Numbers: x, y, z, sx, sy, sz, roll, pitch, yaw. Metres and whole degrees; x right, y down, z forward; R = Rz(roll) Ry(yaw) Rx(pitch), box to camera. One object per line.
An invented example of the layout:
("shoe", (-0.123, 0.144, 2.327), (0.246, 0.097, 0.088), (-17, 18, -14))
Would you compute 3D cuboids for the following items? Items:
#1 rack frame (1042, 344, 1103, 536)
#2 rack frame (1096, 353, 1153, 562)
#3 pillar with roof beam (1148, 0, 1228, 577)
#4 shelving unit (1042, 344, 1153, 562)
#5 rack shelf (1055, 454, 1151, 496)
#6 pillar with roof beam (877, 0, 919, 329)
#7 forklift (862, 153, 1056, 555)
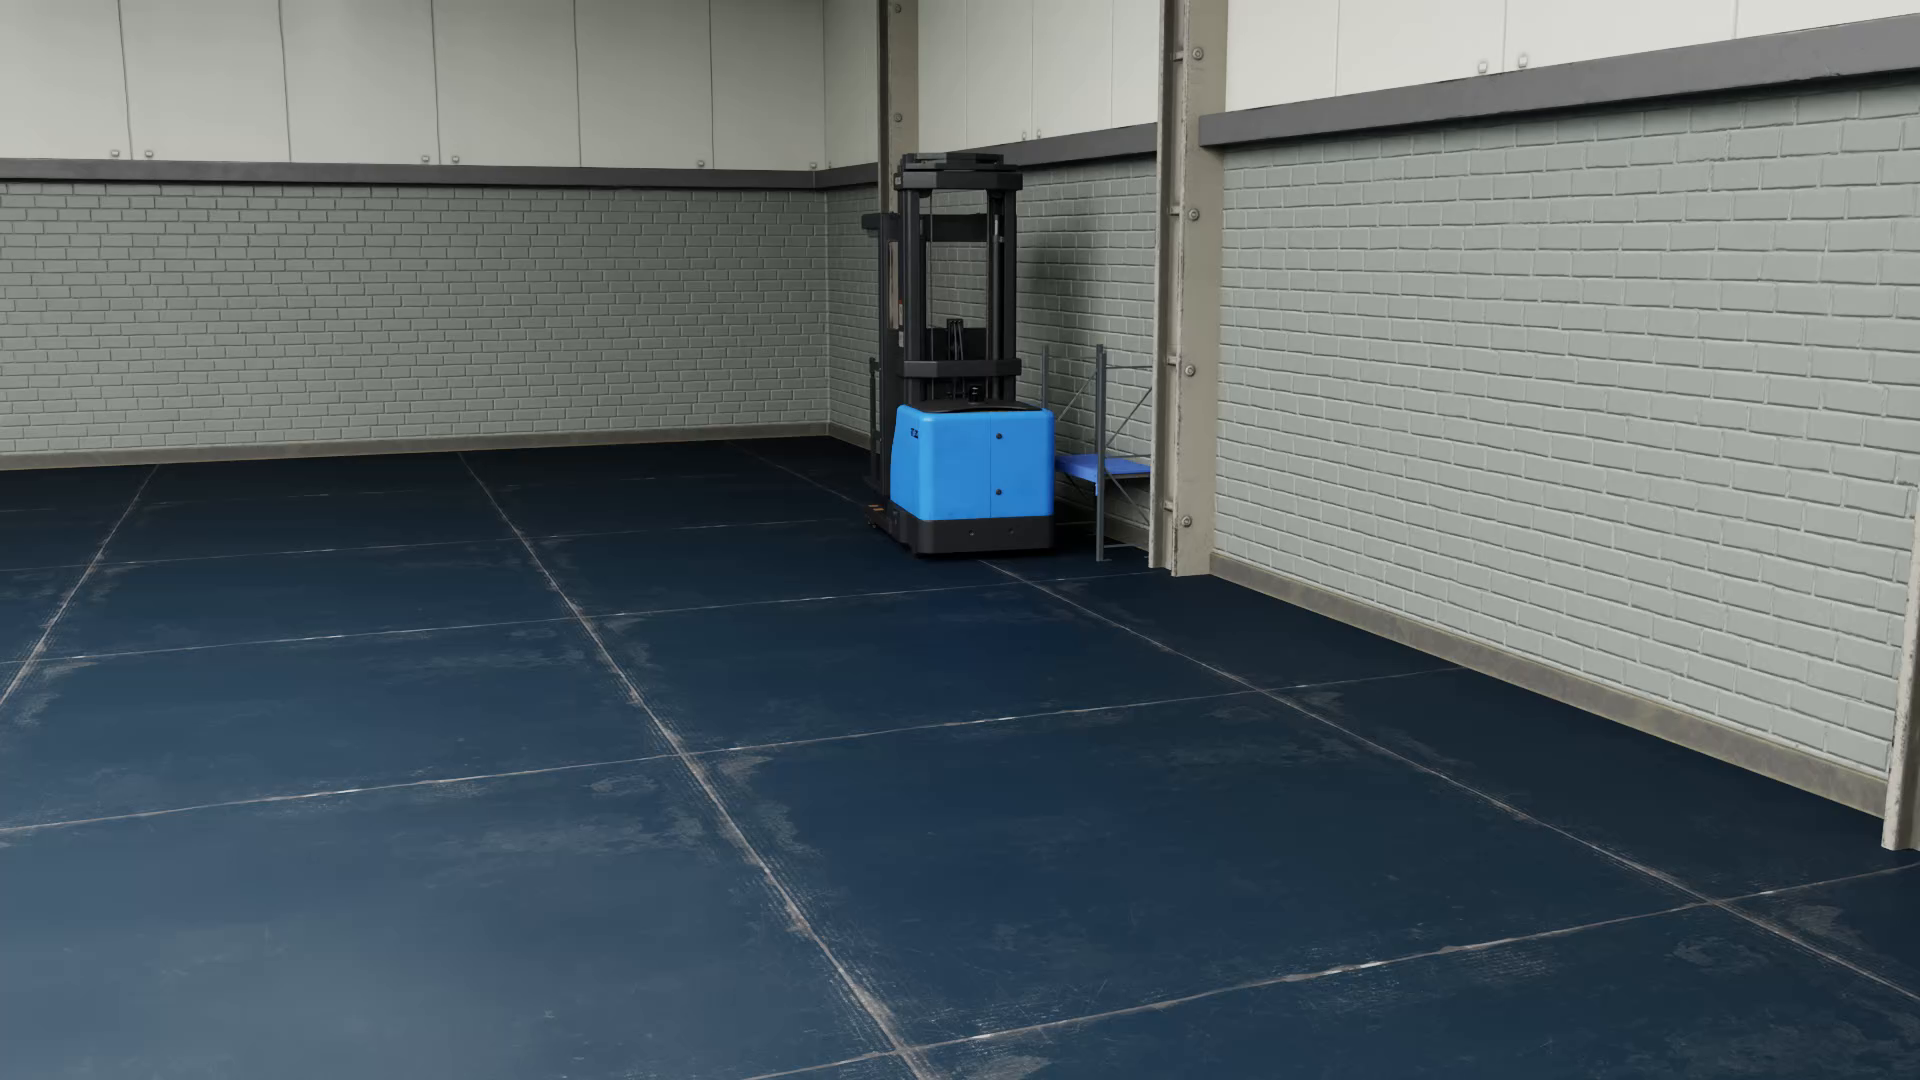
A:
("rack frame", (0.869, -0.767, 12.948), (0.500, 1.500, 0.032), (-4, 11, -20))
("rack frame", (1.227, -0.600, 12.012), (0.500, 1.500, 0.032), (-4, 11, -20))
("pillar with roof beam", (-2.456, -3.946, 9.409), (9.100, 9.000, 0.400), (-4, 11, -21))
("shelving unit", (1.048, -0.683, 12.480), (0.538, 1.500, 1.048), (-4, 11, -20))
("rack shelf", (1.048, -0.506, 12.511), (0.538, 0.185, 1.000), (-4, 11, -20))
("pillar with roof beam", (-4.630, -4.925, 14.915), (9.100, 9.000, 0.400), (-4, 11, -21))
("forklift", (-0.159, -1.550, 13.262), (1.130, 2.935, 3.031), (-3, 10, -14))
